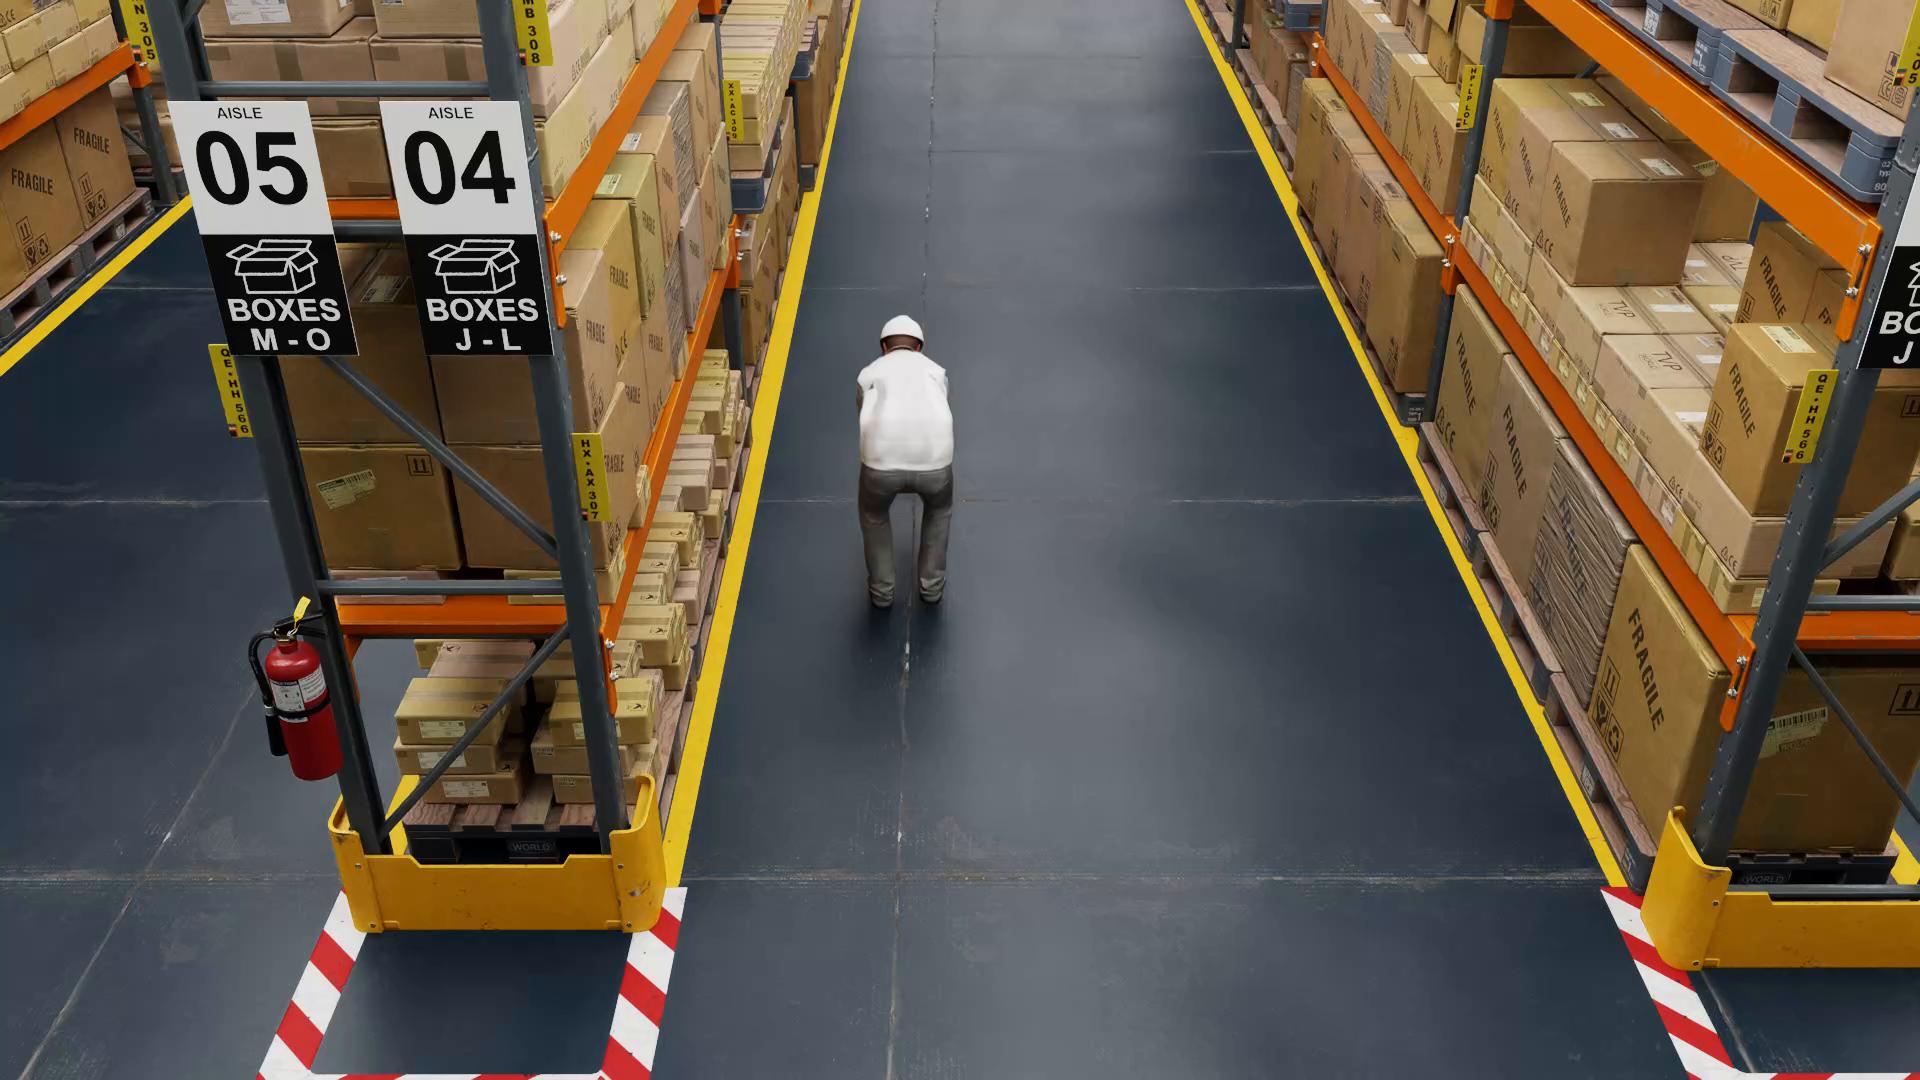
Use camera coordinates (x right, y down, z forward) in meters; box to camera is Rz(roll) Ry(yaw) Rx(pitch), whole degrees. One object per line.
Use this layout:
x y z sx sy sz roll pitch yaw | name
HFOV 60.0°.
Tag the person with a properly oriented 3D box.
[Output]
-0.272 -0.372 8.221 0.468 1.253 0.968 -1 31 -2 | person
